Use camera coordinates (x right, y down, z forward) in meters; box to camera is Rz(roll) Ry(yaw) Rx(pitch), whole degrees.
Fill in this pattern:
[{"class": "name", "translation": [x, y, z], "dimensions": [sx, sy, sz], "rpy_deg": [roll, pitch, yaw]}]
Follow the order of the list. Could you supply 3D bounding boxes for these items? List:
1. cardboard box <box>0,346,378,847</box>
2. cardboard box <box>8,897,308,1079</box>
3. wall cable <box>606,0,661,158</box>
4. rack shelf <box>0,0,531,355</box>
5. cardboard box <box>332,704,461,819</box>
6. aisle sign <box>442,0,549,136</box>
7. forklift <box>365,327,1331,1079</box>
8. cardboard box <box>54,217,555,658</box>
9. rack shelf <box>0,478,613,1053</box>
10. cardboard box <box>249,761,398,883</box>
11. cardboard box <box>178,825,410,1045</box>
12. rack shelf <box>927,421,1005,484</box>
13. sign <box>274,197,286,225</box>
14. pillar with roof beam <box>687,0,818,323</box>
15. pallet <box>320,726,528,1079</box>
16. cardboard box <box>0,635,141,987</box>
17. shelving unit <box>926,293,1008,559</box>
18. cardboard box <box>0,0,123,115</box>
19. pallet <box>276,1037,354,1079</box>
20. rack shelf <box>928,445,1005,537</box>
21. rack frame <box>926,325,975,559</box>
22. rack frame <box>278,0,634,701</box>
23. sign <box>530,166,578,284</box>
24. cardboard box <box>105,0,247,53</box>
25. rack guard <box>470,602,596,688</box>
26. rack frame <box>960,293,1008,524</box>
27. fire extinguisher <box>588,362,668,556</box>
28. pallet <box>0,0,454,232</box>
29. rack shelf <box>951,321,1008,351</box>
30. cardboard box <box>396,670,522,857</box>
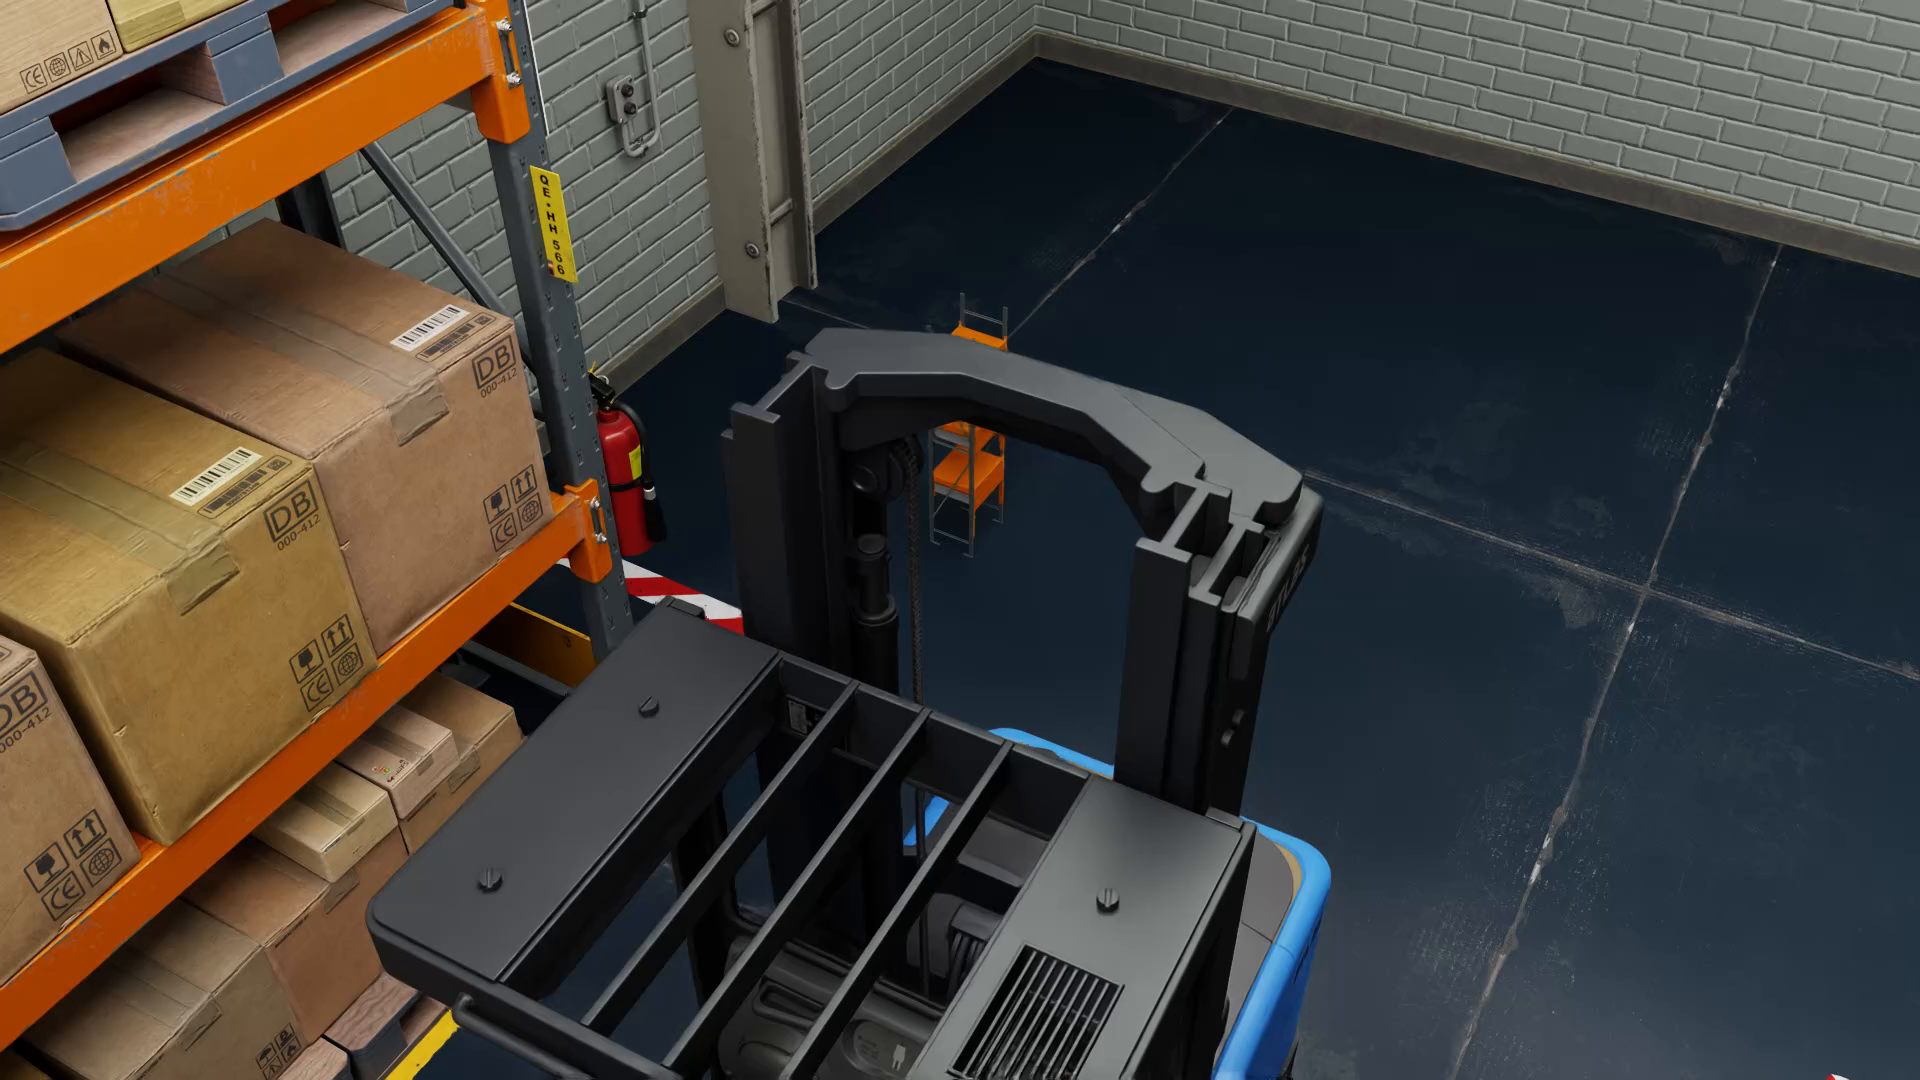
[{"class": "cardboard box", "translation": [-2.130, 0.114, 4.123], "dimensions": [0.980, 0.700, 0.700], "rpy_deg": [21, 45, 22]}, {"class": "cardboard box", "translation": [-2.294, 1.300, 4.577], "dimensions": [0.700, 0.500, 0.500], "rpy_deg": [19, 45, 21]}, {"class": "wall cable", "translation": [-1.707, -1.915, 5.886], "dimensions": [0.084, 1.984, 1.851], "rpy_deg": [21, 45, 22]}, {"class": "rack shelf", "translation": [-2.530, -0.199, 2.981], "dimensions": [1.077, 0.370, 4.000], "rpy_deg": [21, 45, 22]}, {"class": "cardboard box", "translation": [-1.699, 0.616, 4.863], "dimensions": [0.380, 0.149, 0.250], "rpy_deg": [20, 45, 22]}, {"class": "aisle sign", "translation": [-1.233, -1.406, 4.109], "dimensions": [0.394, 0.787, 0.004], "rpy_deg": [21, 45, 22]}, {"class": "forklift", "translation": [-0.175, 1.209, 3.159], "dimensions": [1.130, 2.935, 3.031], "rpy_deg": [19, 45, 21]}, {"class": "cardboard box", "translation": [-1.776, -0.305, 4.600], "dimensions": [0.980, 0.700, 0.700], "rpy_deg": [23, 46, 24]}, {"class": "rack shelf", "translation": [-2.530, 0.926, 3.973], "dimensions": [1.077, 0.370, 4.000], "rpy_deg": [21, 45, 22]}, {"class": "cardboard box", "translation": [-1.827, 0.763, 4.697], "dimensions": [0.380, 0.149, 0.250], "rpy_deg": [22, 46, 23]}, {"class": "cardboard box", "translation": [-2.043, 1.012, 4.904], "dimensions": [0.700, 0.500, 0.500], "rpy_deg": [21, 45, 22]}, {"class": "rack shelf", "translation": [0.027, -0.417, 6.445], "dimensions": [0.215, 0.259, 0.240], "rpy_deg": [21, 45, 22]}, {"class": "sign", "translation": [-2.007, -1.030, 4.935], "dimensions": [0.100, 0.325, 0.005], "rpy_deg": [21, 45, 22]}, {"class": "pillar with roof beam", "translation": [2.800, -3.147, 3.514], "dimensions": [9.100, 9.000, 0.400], "rpy_deg": [21, 45, 22]}, {"class": "pallet", "translation": [-1.861, 1.042, 5.407], "dimensions": [1.003, 0.211, 1.213], "rpy_deg": [21, 45, 22]}, {"class": "cardboard box", "translation": [-2.520, 0.548, 3.631], "dimensions": [0.980, 0.700, 0.700], "rpy_deg": [19, 45, 20]}, {"class": "shelving unit", "translation": [0.027, -0.425, 6.438], "dimensions": [0.215, 1.050, 0.252], "rpy_deg": [21, 45, 22]}, {"class": "cardboard box", "translation": [-1.925, -0.948, 3.007], "dimensions": [0.500, 0.250, 0.500], "rpy_deg": [19, 45, 21]}, {"class": "pallet", "translation": [-2.473, 1.737, 4.618], "dimensions": [1.003, 0.211, 1.213], "rpy_deg": [21, 45, 22]}, {"class": "rack shelf", "translation": [0.027, -0.208, 6.628], "dimensions": [0.215, 0.259, 0.240], "rpy_deg": [21, 45, 22]}, {"class": "rack frame", "translation": [-0.034, -0.355, 6.359], "dimensions": [0.200, 1.050, 0.008], "rpy_deg": [21, 45, 22]}, {"class": "rack frame", "translation": [-1.529, -0.488, 5.035], "dimensions": [1.000, 3.000, 0.127], "rpy_deg": [21, 45, 22]}, {"class": "sign", "translation": [-1.066, -0.824, 4.361], "dimensions": [0.100, 0.325, 0.005], "rpy_deg": [21, 45, 22]}, {"class": "cardboard box", "translation": [-1.666, -1.246, 3.345], "dimensions": [0.500, 0.250, 0.500], "rpy_deg": [22, 46, 23]}, {"class": "rack guard", "translation": [-1.517, 0.436, 5.876], "dimensions": [1.175, 0.500, 0.348], "rpy_deg": [21, 45, 22]}, {"class": "rack frame", "translation": [0.088, -0.494, 6.517], "dimensions": [0.200, 1.050, 0.008], "rpy_deg": [21, 45, 22]}, {"class": "fire extinguisher", "translation": [-1.054, -0.253, 5.108], "dimensions": [0.296, 0.674, 0.183], "rpy_deg": [21, 45, 22]}, {"class": "pallet", "translation": [-1.891, -1.153, 3.587], "dimensions": [1.003, 0.211, 1.213], "rpy_deg": [21, 45, 22]}, {"class": "rack shelf", "translation": [0.027, -0.630, 6.257], "dimensions": [0.215, 0.259, 0.240], "rpy_deg": [21, 45, 22]}, {"class": "cardboard box", "translation": [-1.793, 0.726, 5.229], "dimensions": [0.700, 0.500, 0.500], "rpy_deg": [21, 45, 22]}]
